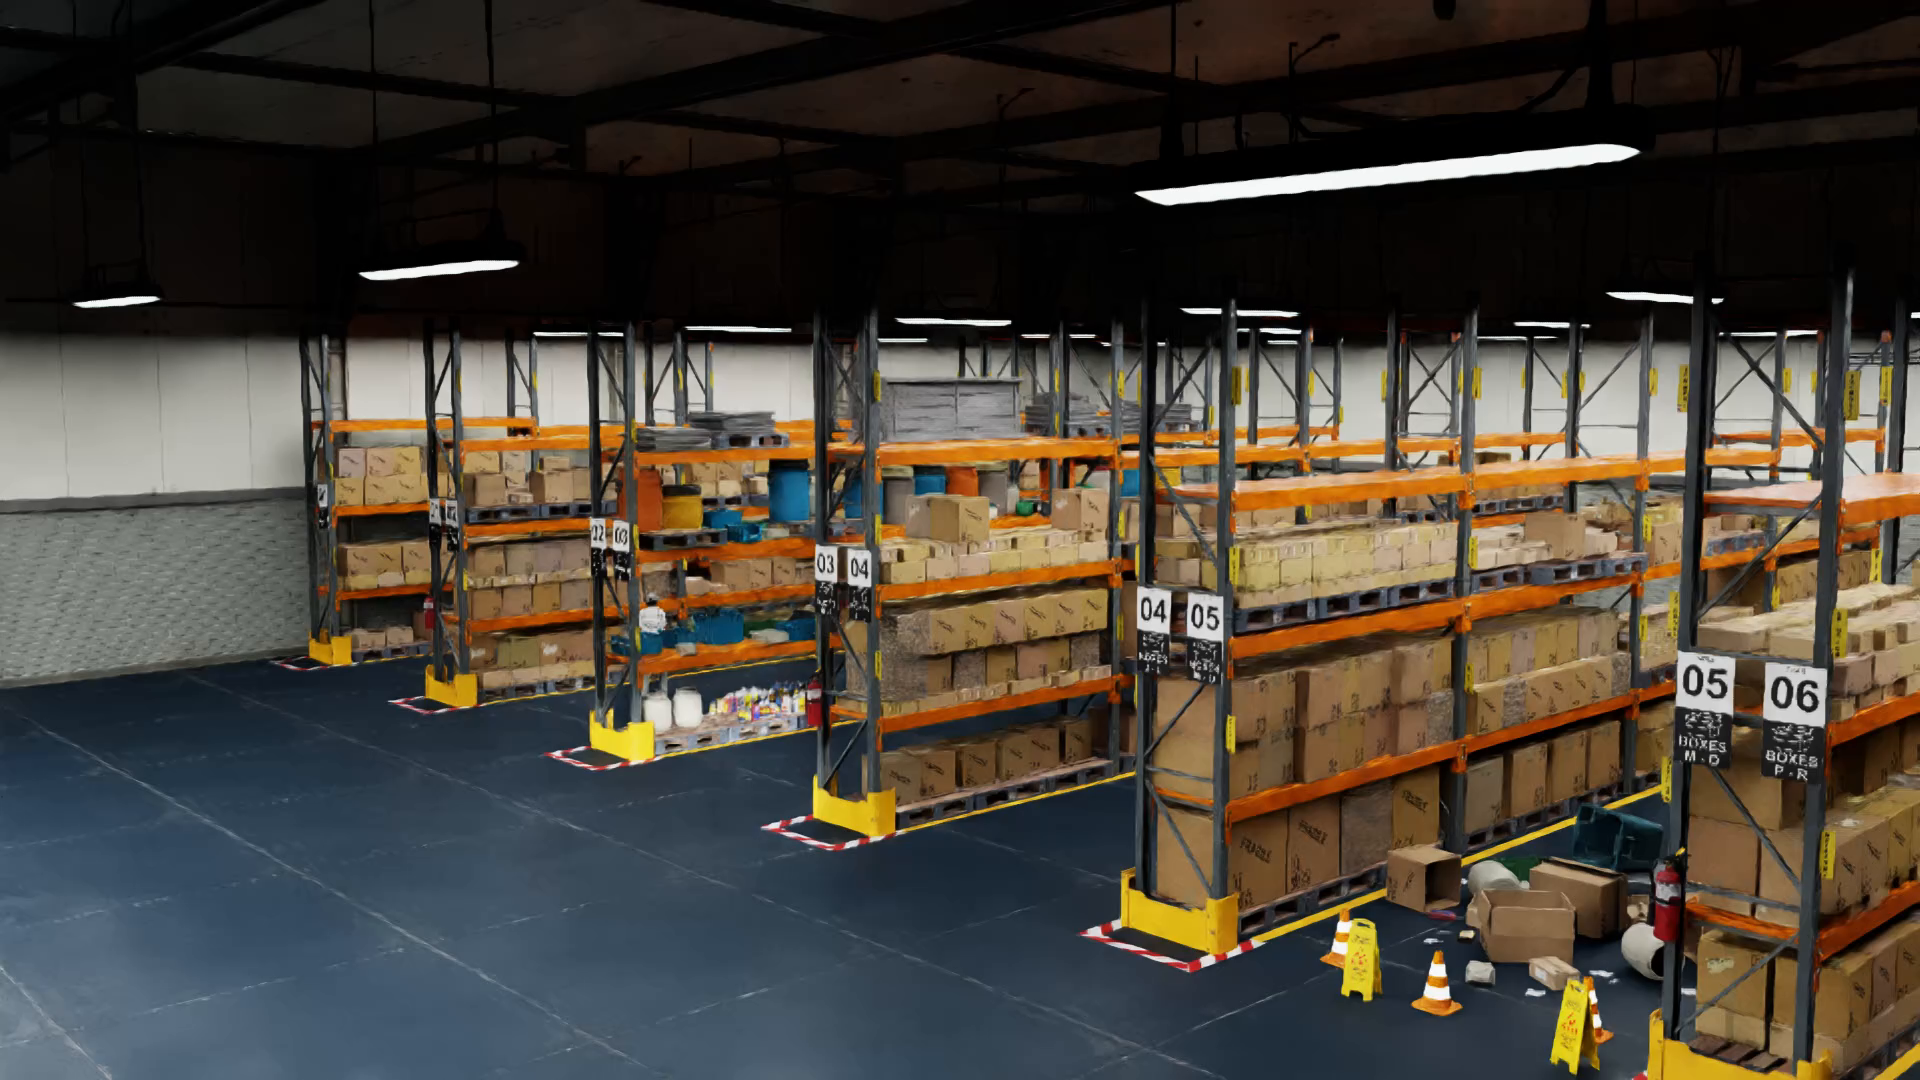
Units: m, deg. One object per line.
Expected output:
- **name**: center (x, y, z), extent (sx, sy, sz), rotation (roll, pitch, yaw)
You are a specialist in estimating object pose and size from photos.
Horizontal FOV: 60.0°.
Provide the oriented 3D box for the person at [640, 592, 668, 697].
- **person**: center (-4.904, 1.657, 26.495), extent (0.523, 1.667, 0.478), rotation (-1, 6, -13)
